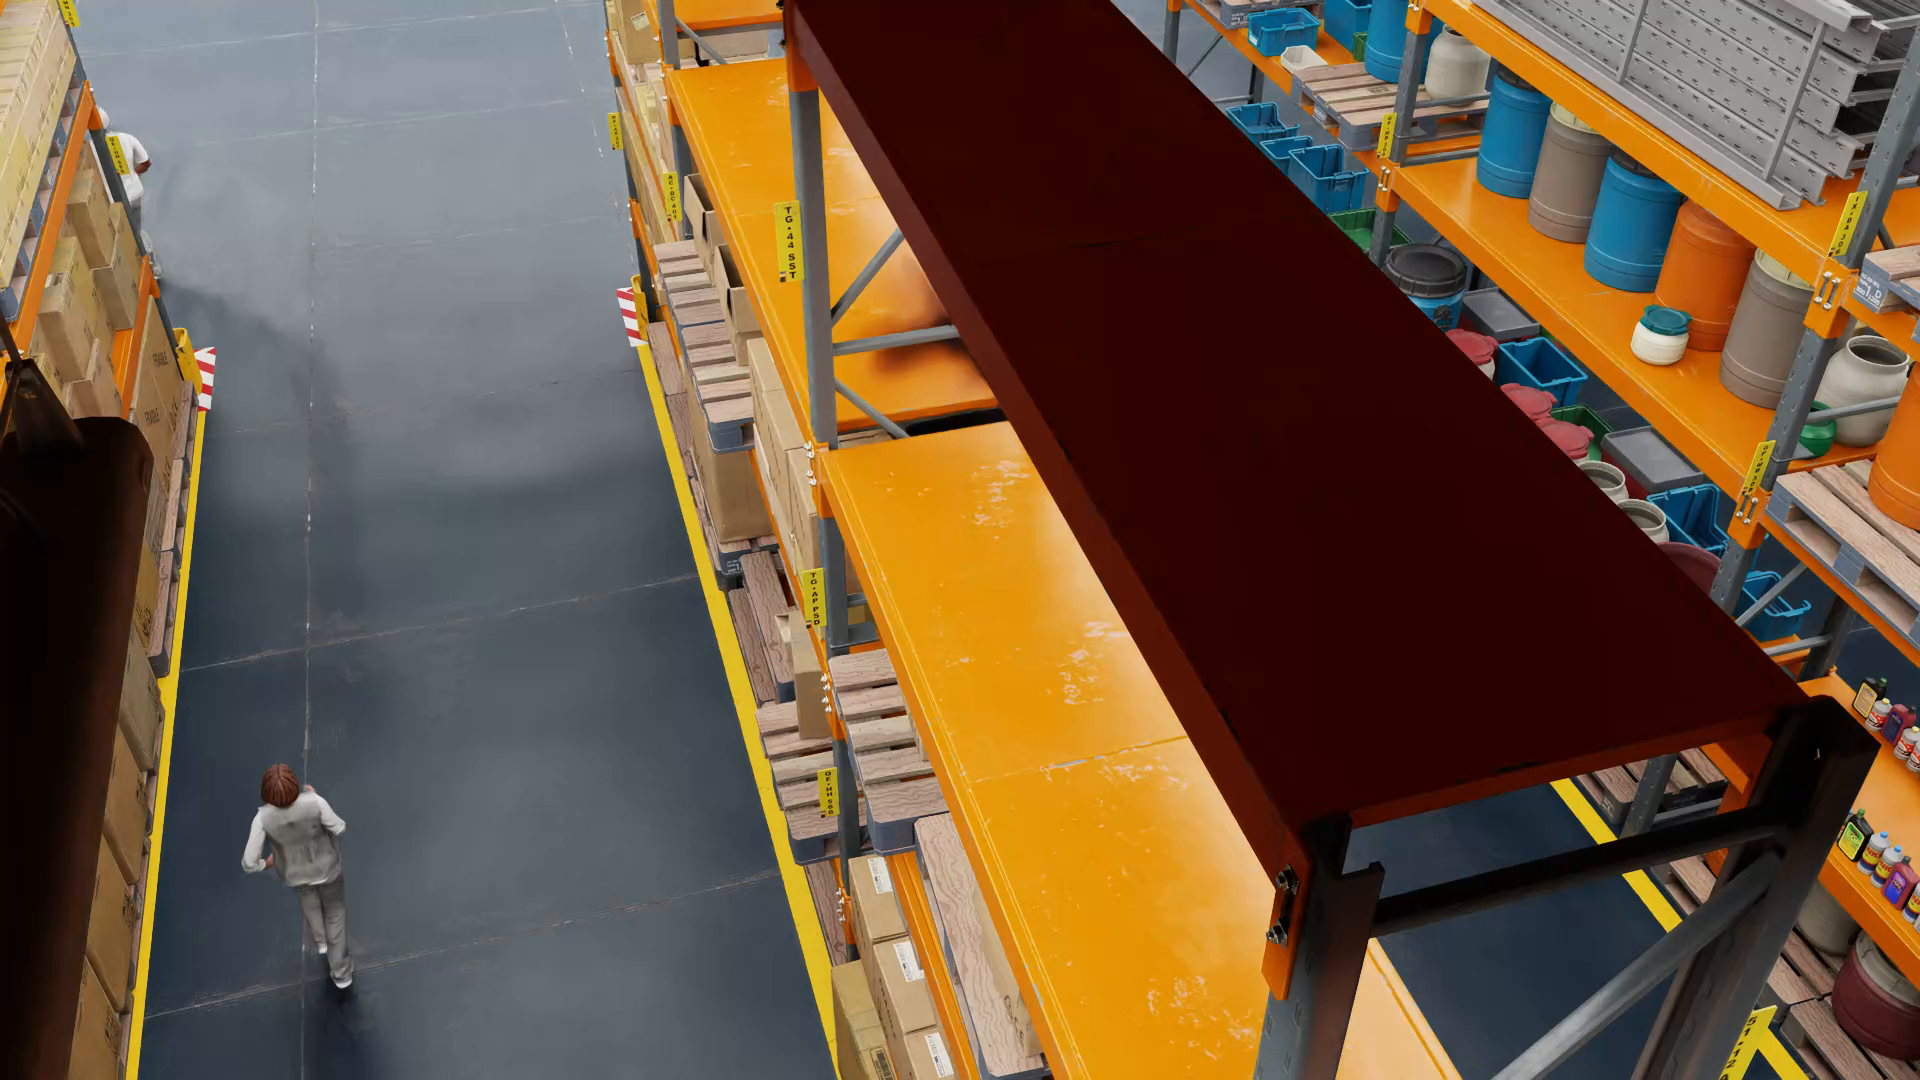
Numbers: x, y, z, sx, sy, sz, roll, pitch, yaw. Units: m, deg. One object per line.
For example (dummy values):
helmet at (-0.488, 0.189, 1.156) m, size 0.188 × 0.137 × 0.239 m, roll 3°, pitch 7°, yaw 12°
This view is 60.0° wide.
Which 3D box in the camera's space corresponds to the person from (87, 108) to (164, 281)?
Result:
person at (-7.823, -3.198, 15.490) m, size 0.651 × 1.727 × 0.727 m, roll 27°, pitch 46°, yaw 30°

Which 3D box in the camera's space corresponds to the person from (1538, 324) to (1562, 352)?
person at (4.900, -2.165, 14.060) m, size 0.645 × 1.800 × 0.899 m, roll -18°, pitch 42°, yaw -21°

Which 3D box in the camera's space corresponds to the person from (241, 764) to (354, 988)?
person at (-3.625, 1.816, 9.254) m, size 0.514 × 1.614 × 0.635 m, roll -10°, pitch 39°, yaw -12°
